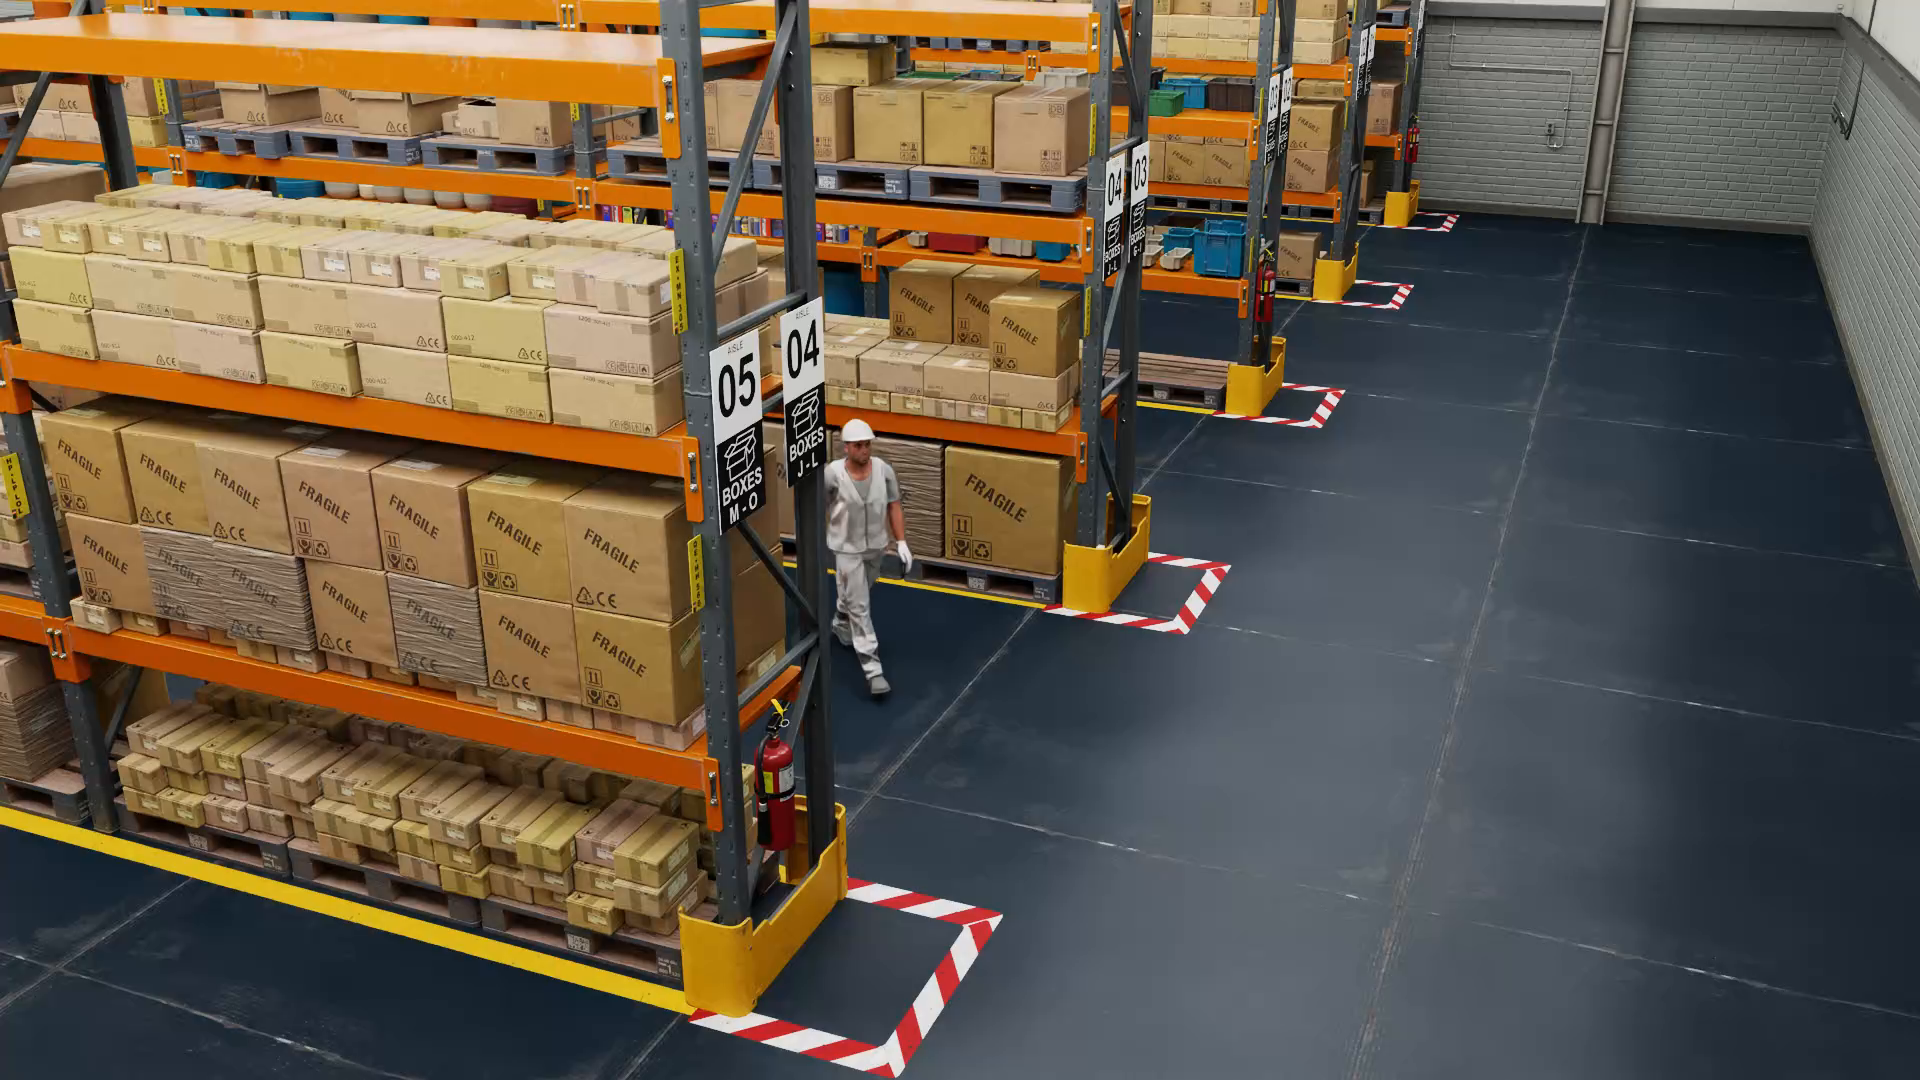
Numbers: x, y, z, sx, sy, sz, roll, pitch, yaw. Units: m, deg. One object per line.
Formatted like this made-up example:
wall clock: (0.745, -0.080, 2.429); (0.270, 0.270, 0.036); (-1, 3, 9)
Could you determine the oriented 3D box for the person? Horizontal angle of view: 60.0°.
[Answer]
person: (-0.638, 0.054, 10.788); (0.568, 1.741, 1.066); (-12, 25, -28)
